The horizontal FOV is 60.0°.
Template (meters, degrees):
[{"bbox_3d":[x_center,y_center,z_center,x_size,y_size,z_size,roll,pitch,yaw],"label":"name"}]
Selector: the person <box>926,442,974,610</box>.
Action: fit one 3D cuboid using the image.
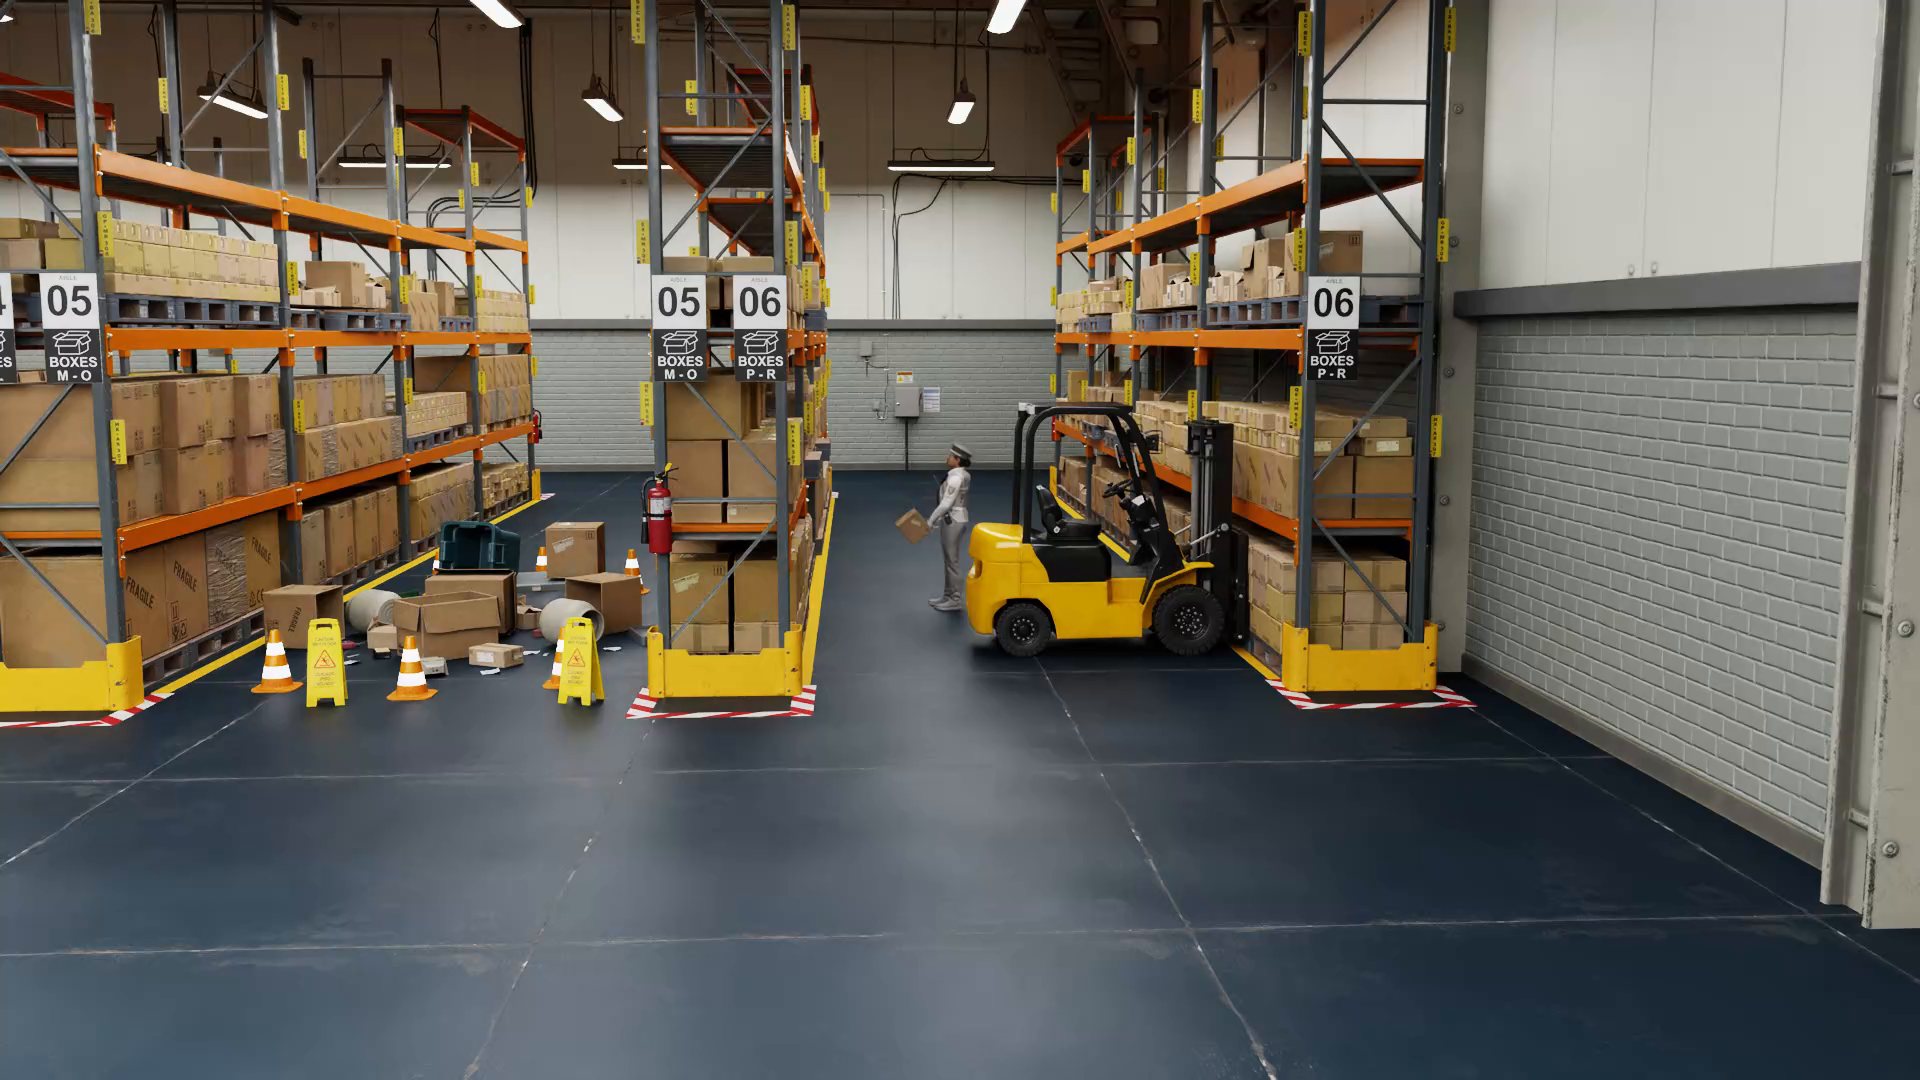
[{"bbox_3d":[-0.112,-0.148,16.775,0.521,1.698,0.495,2,7,12],"label":"person"}]
